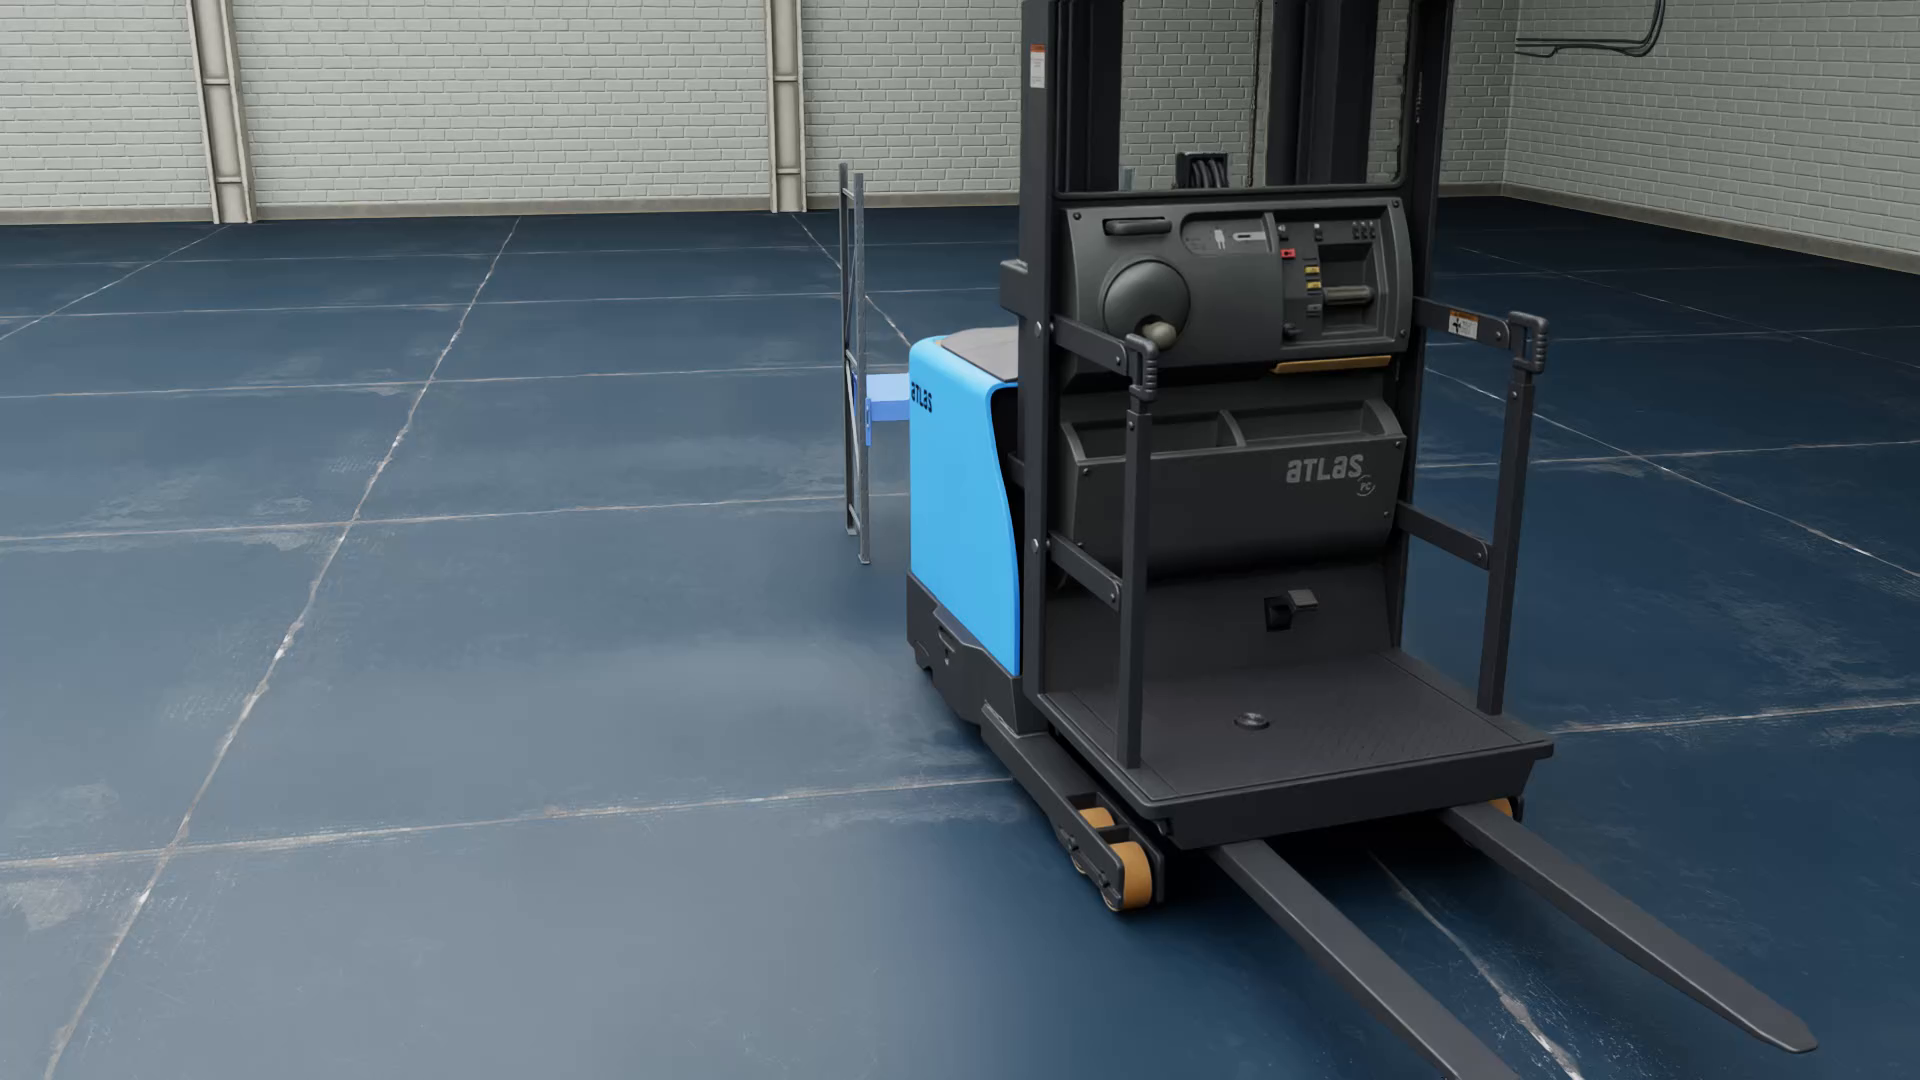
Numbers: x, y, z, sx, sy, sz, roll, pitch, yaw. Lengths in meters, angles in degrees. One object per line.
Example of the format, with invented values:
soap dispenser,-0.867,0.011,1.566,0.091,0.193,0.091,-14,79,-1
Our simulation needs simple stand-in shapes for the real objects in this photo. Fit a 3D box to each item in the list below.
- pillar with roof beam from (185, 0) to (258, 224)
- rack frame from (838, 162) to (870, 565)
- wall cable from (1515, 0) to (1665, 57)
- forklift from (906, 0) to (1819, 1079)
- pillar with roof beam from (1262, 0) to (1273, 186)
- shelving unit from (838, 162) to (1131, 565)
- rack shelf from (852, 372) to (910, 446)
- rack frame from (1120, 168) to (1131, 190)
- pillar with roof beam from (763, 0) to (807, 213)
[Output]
pillar with roof beam,-7.049,-6.520,12.713,0.400,9.000,9.100,-3,17,-10
rack frame,-0.415,-0.693,6.515,0.032,1.500,0.500,-3,17,-10
wall cable,7.059,-6.728,18.679,0.112,2.526,3.097,-3,17,-10
forklift,0.776,-0.653,3.945,1.130,2.935,3.031,-6,18,-18
pillar with roof beam,4.733,-7.188,14.889,0.400,9.000,9.100,-3,17,-10
shelving unit,0.084,-0.722,6.607,1.048,1.500,0.538,-3,17,-10
rack shelf,0.084,-0.550,6.660,1.000,0.185,0.538,-3,17,-10
rack frame,0.583,-0.750,6.699,0.032,1.500,0.500,-3,17,-10
pillar with roof beam,-1.158,-6.854,13.801,0.400,9.000,9.100,-3,17,-10
